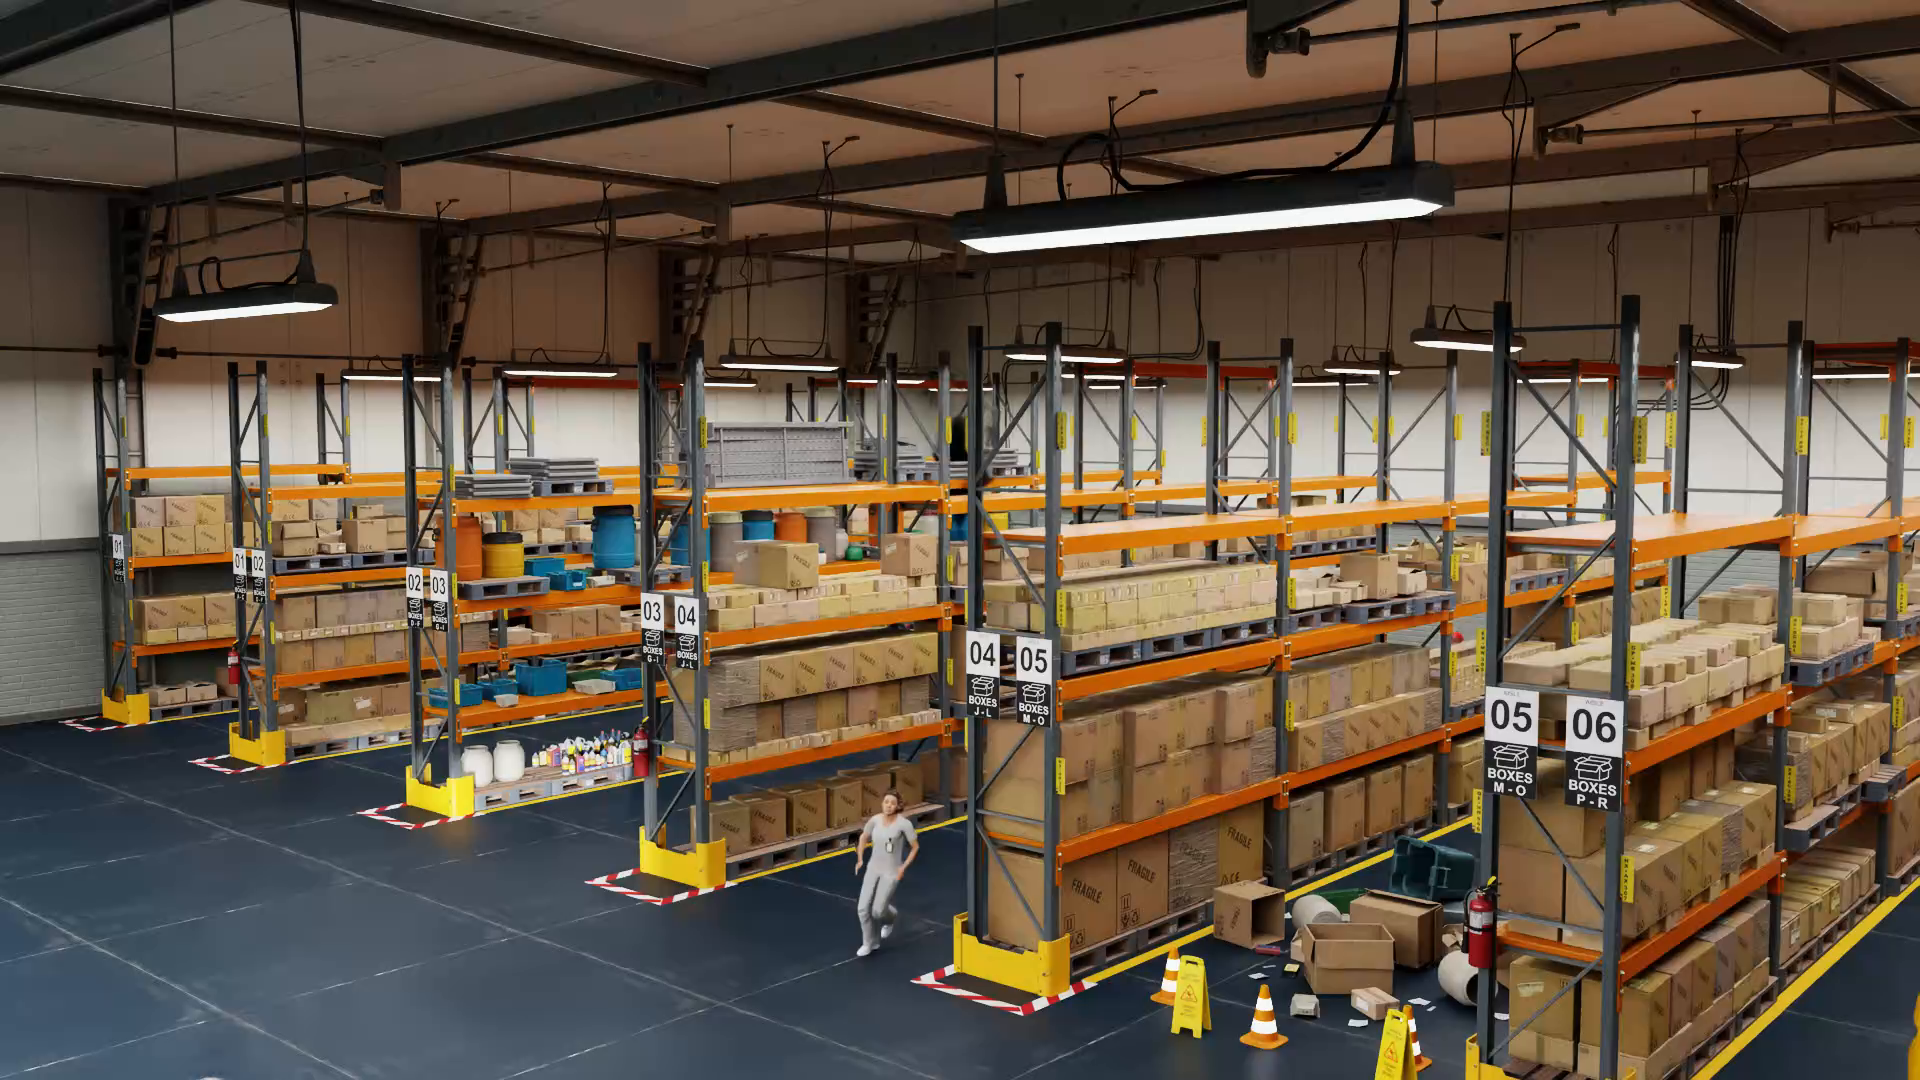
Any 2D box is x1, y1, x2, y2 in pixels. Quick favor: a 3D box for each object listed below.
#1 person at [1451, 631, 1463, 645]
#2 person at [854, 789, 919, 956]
[{"bbox_3d":[7.921,2.326,26.392,0.869,1.761,0.676,-4,6,-41],"label":"person"},{"bbox_3d":[-0.701,3.192,16.020,0.608,1.621,0.553,2,5,24],"label":"person"}]
